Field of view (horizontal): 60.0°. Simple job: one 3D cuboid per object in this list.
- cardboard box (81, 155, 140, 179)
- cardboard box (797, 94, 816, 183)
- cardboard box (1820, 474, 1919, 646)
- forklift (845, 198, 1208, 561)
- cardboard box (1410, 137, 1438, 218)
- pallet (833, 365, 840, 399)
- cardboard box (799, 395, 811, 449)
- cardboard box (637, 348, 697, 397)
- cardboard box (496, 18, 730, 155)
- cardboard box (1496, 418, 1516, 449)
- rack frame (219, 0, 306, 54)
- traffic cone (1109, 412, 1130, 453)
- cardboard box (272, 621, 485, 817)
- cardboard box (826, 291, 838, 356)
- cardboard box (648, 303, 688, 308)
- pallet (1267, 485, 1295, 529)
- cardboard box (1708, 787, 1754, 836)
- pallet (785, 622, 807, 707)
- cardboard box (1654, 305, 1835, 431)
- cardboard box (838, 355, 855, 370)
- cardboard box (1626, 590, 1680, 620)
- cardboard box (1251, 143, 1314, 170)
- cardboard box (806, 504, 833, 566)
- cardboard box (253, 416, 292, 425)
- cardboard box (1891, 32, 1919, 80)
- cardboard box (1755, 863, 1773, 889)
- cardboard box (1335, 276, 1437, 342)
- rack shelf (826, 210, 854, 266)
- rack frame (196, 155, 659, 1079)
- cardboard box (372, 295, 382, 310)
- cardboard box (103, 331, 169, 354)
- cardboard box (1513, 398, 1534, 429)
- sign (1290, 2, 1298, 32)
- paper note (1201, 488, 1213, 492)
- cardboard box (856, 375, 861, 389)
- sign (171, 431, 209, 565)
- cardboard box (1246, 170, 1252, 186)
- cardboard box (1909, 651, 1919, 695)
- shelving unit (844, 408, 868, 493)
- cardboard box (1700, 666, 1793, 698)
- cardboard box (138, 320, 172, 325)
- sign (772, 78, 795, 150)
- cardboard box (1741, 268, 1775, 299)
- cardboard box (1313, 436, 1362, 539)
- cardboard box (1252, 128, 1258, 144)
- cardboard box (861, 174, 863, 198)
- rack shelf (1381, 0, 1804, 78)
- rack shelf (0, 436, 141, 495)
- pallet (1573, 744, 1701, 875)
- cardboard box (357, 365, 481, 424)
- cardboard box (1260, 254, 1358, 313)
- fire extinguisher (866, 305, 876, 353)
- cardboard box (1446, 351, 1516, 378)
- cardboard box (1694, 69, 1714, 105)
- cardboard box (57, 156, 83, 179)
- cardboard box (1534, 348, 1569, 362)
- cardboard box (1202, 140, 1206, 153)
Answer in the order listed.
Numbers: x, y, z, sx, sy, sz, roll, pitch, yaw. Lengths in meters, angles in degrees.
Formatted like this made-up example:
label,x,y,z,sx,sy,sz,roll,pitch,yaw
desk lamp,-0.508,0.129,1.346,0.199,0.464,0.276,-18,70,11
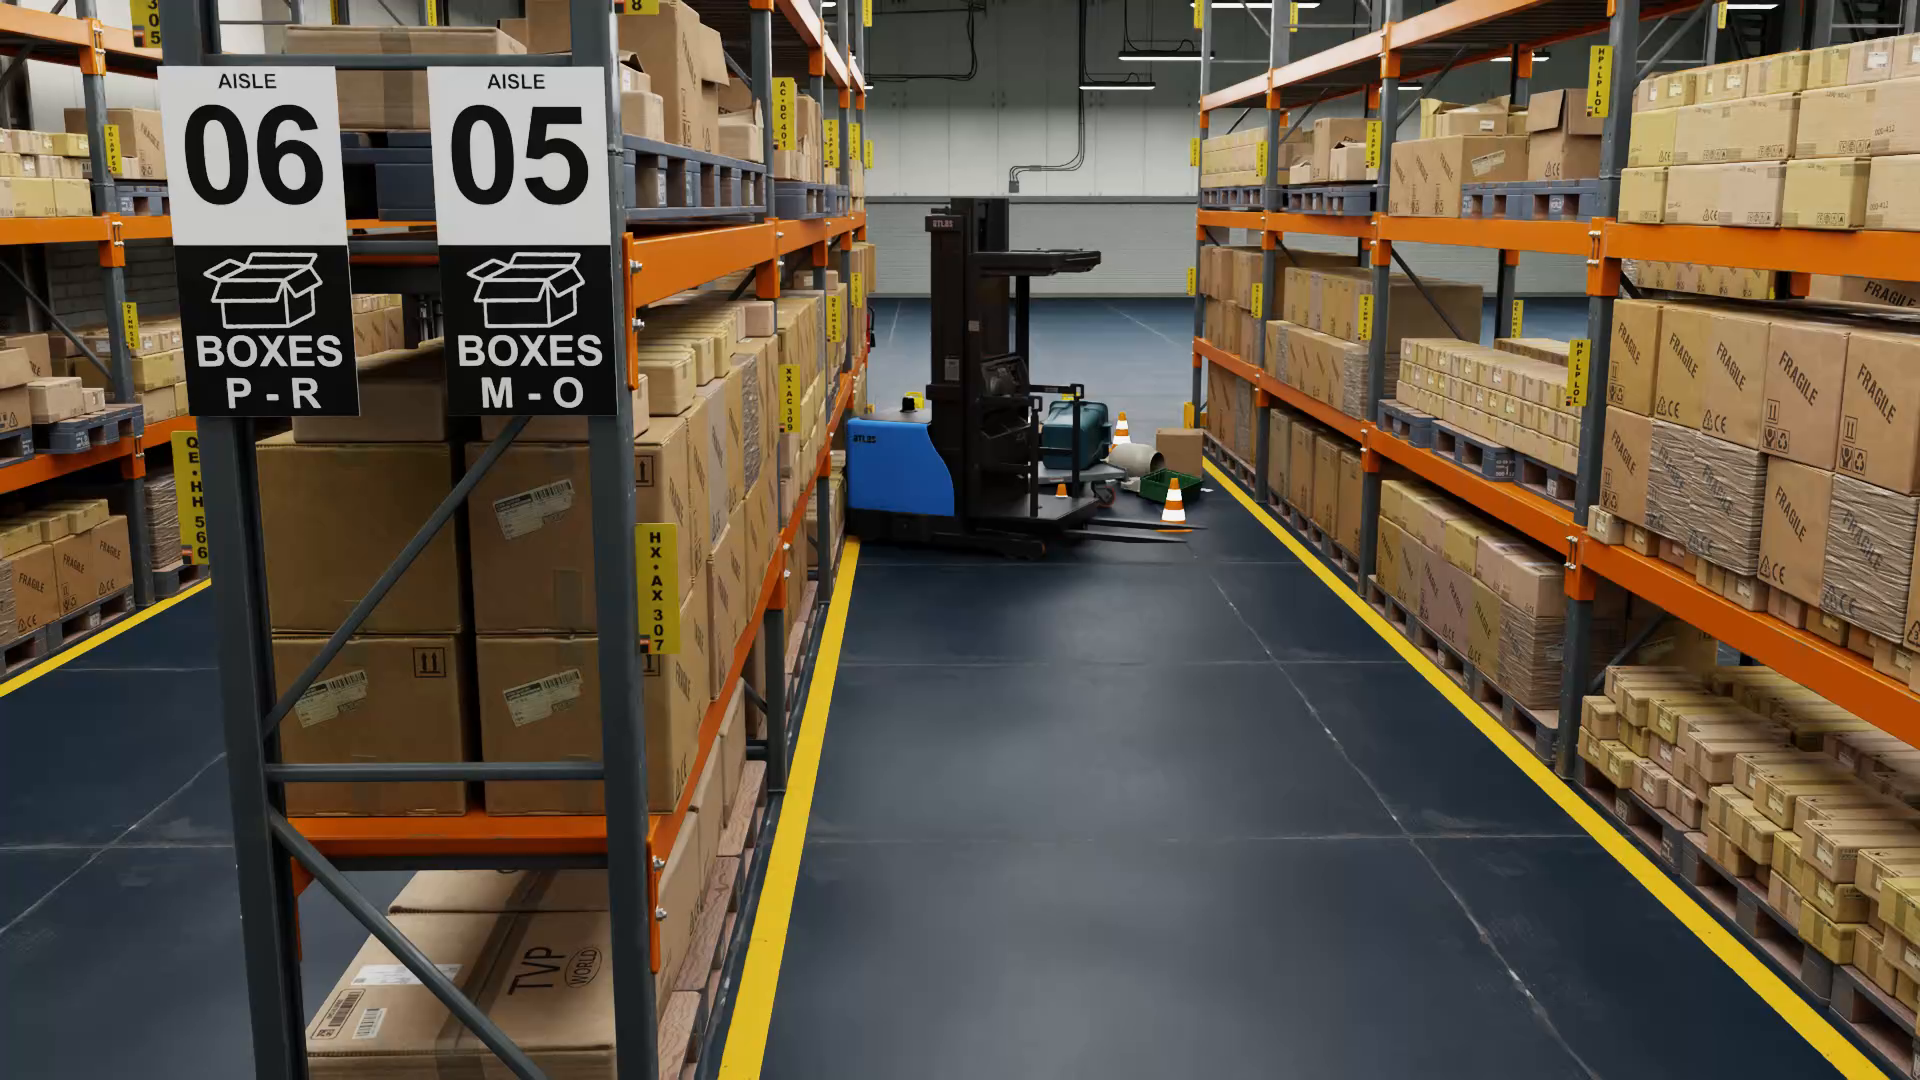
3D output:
label,x,y,z,sx,sy,sz,roll,pitch,yaw
cardboard box,-6.121,-2.666,11.892,0.380,0.166,0.250,0,11,-1
cardboard box,-1.129,-2.382,9.904,0.500,0.500,0.500,0,11,-1
cardboard box,3.365,0.057,5.732,0.500,0.500,0.500,0,11,-1
forklift,0.568,-1.386,14.019,3.031,2.935,1.130,5,13,24
cardboard box,3.255,-2.352,10.811,0.500,0.500,0.500,0,11,-1
pallet,-1.537,-1.306,13.932,1.003,0.211,1.213,0,11,-1
cardboard box,-1.122,-0.675,9.463,0.500,0.250,0.500,0,11,0
cardboard box,-1.011,-0.501,5.085,0.380,0.149,0.250,-1,11,-3
cardboard box,-1.312,-1.719,6.374,0.797,0.503,0.637,1,11,3
cardboard box,3.343,-0.619,9.640,0.380,0.149,0.250,-1,11,-4
rack frame,-6.500,-4.720,15.193,1.000,3.000,0.127,0,11,-1
traffic cone,1.918,-1.282,19.716,0.336,0.463,0.334,0,11,-1
cardboard box,-1.564,0.440,4.593,0.500,0.500,0.500,0,11,-1
cardboard box,-1.271,-1.806,13.860,0.500,0.500,0.500,-1,11,-3
cardboard box,-1.667,-1.144,9.889,0.500,0.500,0.500,0,11,0
pallet,3.500,-0.322,15.616,1.003,0.211,1.213,0,11,-1
cardboard box,3.325,1.125,6.838,0.380,0.149,0.250,0,11,-2
pallet,-1.492,0.759,10.285,1.003,0.211,1.213,0,11,-1
cardboard box,3.366,-0.743,7.161,0.500,0.500,0.500,-1,11,-3
cardboard box,-1.224,-1.742,16.234,0.380,0.149,0.250,0,11,-1
cardboard box,3.823,0.252,9.116,0.500,0.250,0.500,-1,11,-4
cardboard box,3.142,-3.736,16.206,0.500,0.250,0.500,0,11,-2
cardboard box,-1.457,-0.037,12.748,0.950,0.372,0.625,-1,12,-5
cardboard box,-6.704,-1.226,16.400,0.500,0.250,0.500,0,11,0
cardboard box,3.362,-1.613,5.538,0.380,0.149,0.250,0,11,0
cardboard box,3.410,1.323,6.607,0.380,0.149,0.250,0,11,0
cardboard box,3.468,-1.877,13.503,0.700,0.500,0.500,0,11,-2
rack shelf,-1.496,-2.521,13.707,1.077,0.370,4.000,0,11,-1
rack frame,-1.290,0.584,4.136,1.000,3.000,0.127,0,11,-1
cardboard box,-6.241,-2.466,17.288,0.380,0.149,0.250,-1,11,-3
cardboard box,-6.136,-1.470,12.376,0.380,0.149,0.250,0,11,0
cardboard box,3.350,-0.714,9.363,0.380,0.149,0.250,-1,11,-3
sign,3.869,-6.073,19.312,0.100,0.325,0.005,0,11,-1
paper note,2.490,-0.517,17.029,0.147,0.020,0.142,-10,15,-40
cardboard box,-1.243,-1.644,17.461,0.380,0.149,0.250,0,11,2
sign,-1.833,-0.100,4.000,0.100,0.325,0.005,0,11,-1
cardboard box,3.070,-3.616,16.619,0.380,0.149,0.250,0,11,0
cardboard box,3.351,0.453,5.413,0.380,0.149,0.250,0,11,0
shelving unit,-0.912,-0.647,14.894,0.215,1.050,0.252,-2,-1,0
cardboard box,3.842,0.718,8.094,0.380,0.149,0.250,0,11,0
cardboard box,-6.678,-1.721,13.614,0.380,0.149,0.250,0,11,0
sign,-0.818,-1.976,7.710,0.100,0.325,0.005,0,11,-1
cardboard box,8.086,-2.615,16.391,0.500,0.500,0.500,0,11,-1
cardboard box,3.548,-0.445,13.811,1.050,0.750,0.750,0,11,0
cardboard box,3.078,-3.956,16.289,0.380,0.149,0.250,0,11,-1
cardboard box,-1.316,-3.835,18.003,0.500,0.250,0.500,0,11,0
rack shelf,3.533,-3.041,9.729,1.077,0.370,4.000,0,11,-1
rack shelf,-6.376,-0.235,9.982,1.077,0.370,4.000,0,11,-1
pallet,3.624,1.248,7.874,1.003,0.211,1.213,0,11,-1
cardboard box,-1.527,-0.394,4.558,0.380,0.149,0.250,0,11,0
cardboard box,3.436,-2.518,16.333,0.875,0.550,0.550,0,11,-1
fire extinguisher,-1.162,-2.583,19.942,0.296,0.674,0.183,0,11,-1
cardboard box,3.329,-1.120,10.613,0.380,0.149,0.250,0,11,1
cardboard box,3.373,-1.926,7.080,0.380,0.149,0.250,0,11,-2
cardboard box,-6.170,-2.508,11.205,0.380,0.149,0.250,0,11,0
cardboard box,3.978,-1.170,10.863,0.380,0.149,0.250,0,11,1
cardboard box,3.015,-4.562,19.275,0.380,0.149,0.250,0,11,-1
